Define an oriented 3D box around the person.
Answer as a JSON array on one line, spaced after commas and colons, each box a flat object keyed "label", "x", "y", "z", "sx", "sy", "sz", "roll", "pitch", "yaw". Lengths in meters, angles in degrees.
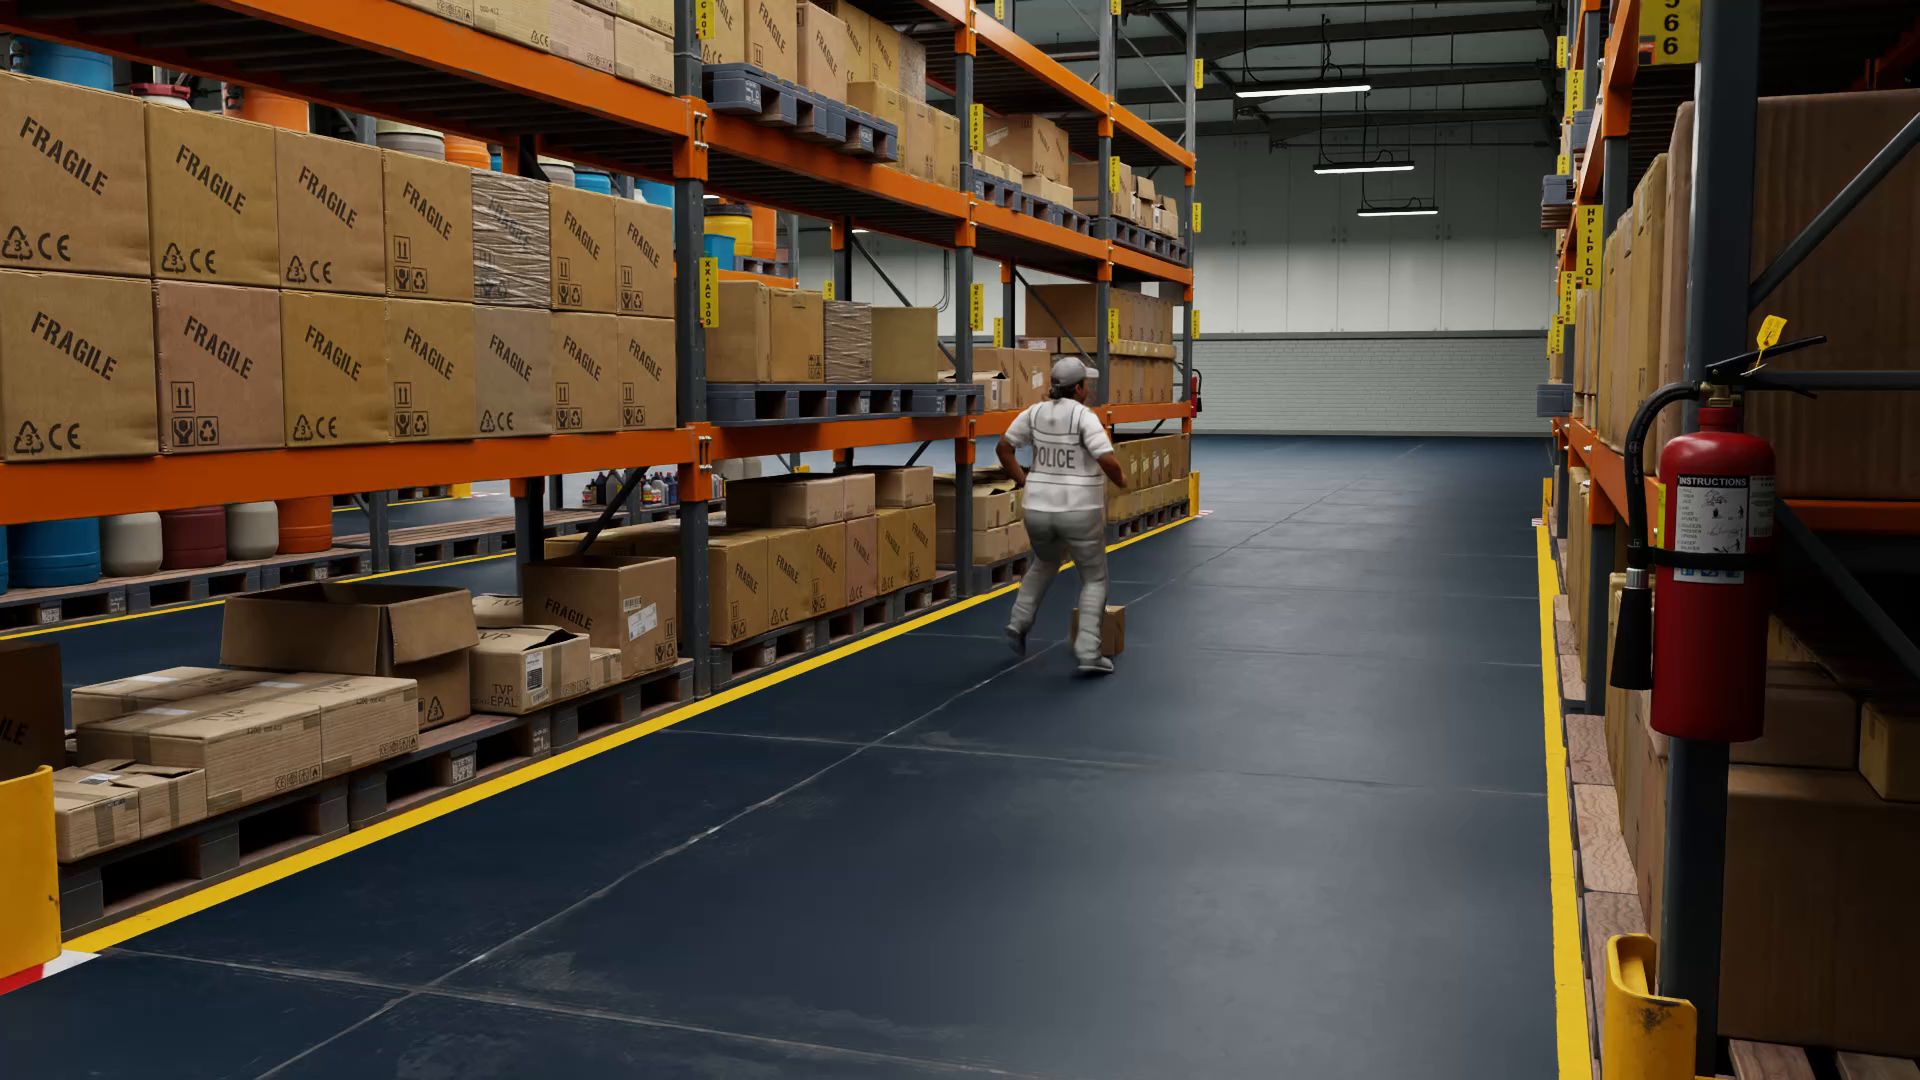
[{"label": "person", "x": 0.595, "y": -0.182, "z": 8.798, "sx": 0.722, "sy": 1.572, "sz": 0.505, "roll": 3, "pitch": 6, "yaw": 30}]
